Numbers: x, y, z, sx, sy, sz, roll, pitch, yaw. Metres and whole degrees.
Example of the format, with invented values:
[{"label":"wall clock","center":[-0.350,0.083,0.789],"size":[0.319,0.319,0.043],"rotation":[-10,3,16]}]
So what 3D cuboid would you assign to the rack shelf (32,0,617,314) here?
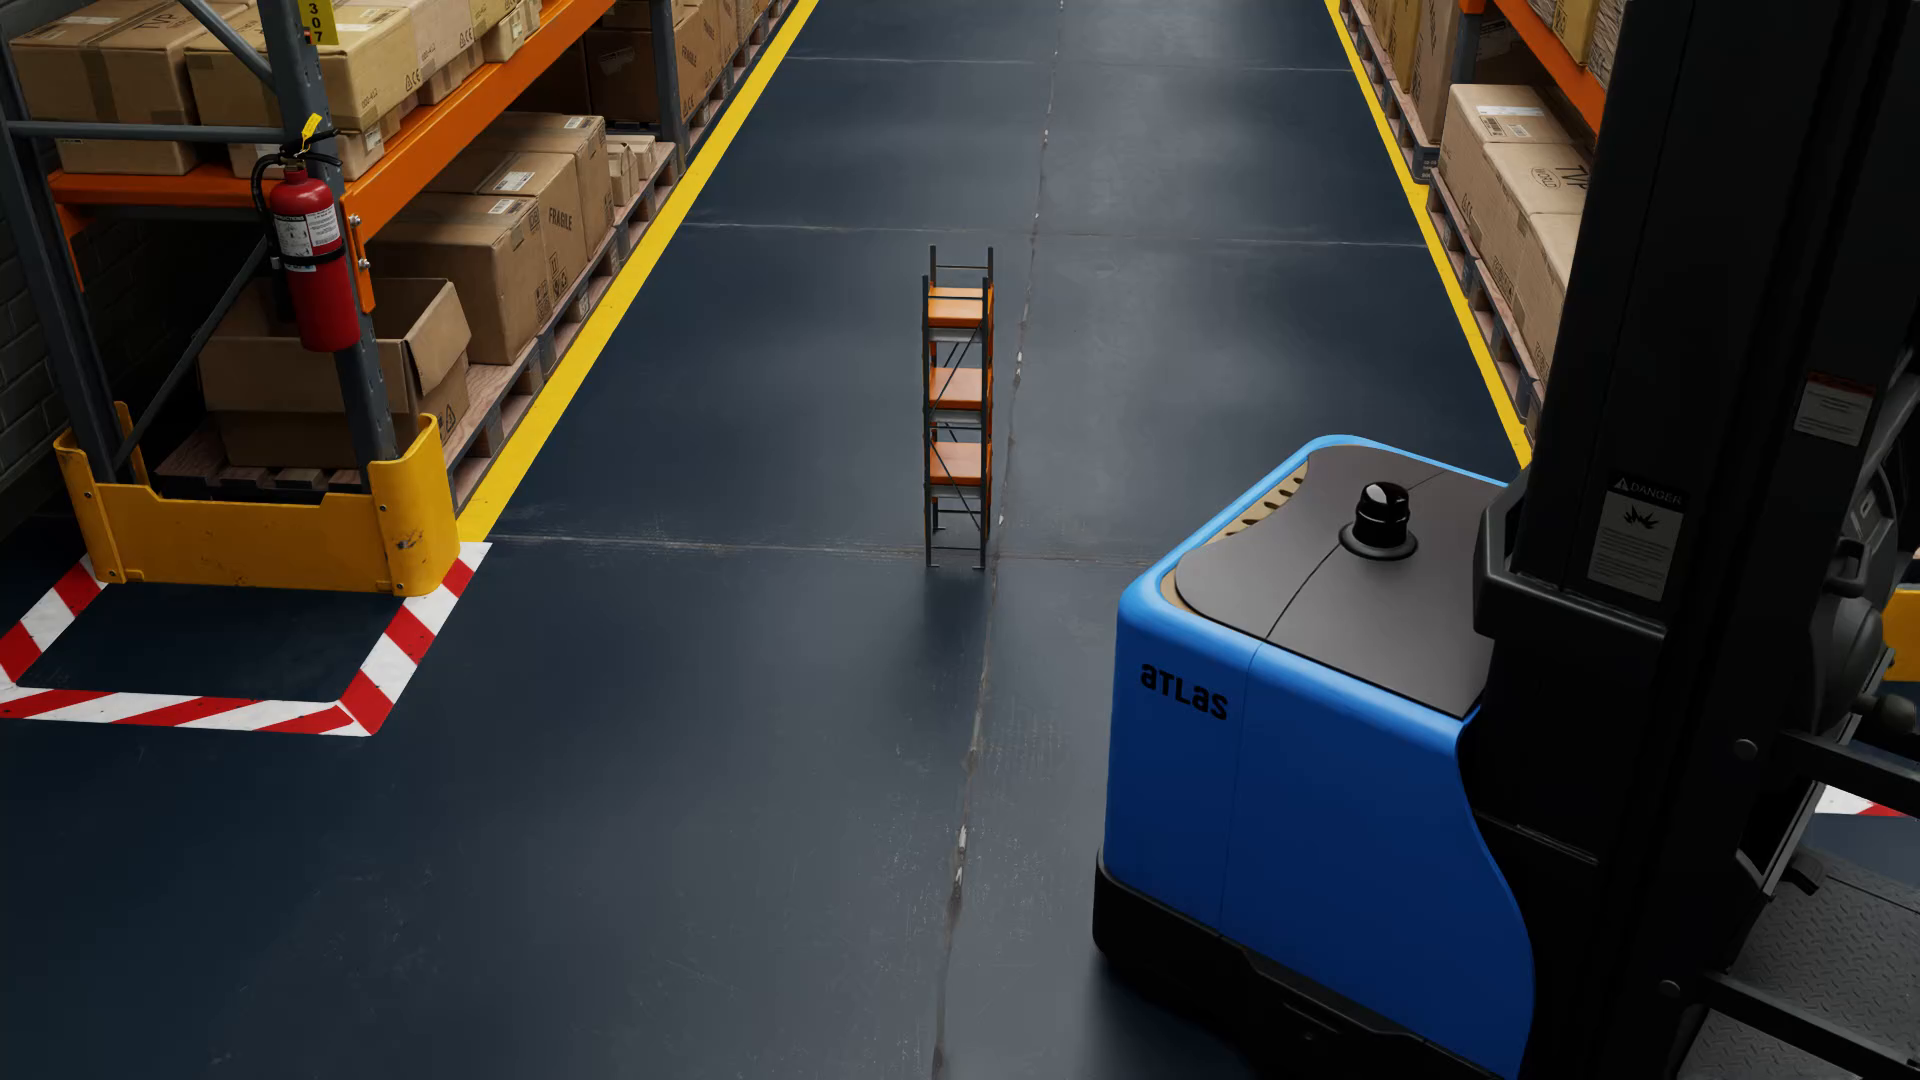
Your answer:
[{"label":"rack shelf","center":[-2.143,-1.902,6.663],"size":[1.077,0.370,4.000],"rotation":[2,32,4]}]

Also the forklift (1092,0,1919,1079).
[{"label":"forklift","center":[1.797,0.054,2.869],"size":[3.031,2.935,1.130],"rotation":[22,38,31]}]

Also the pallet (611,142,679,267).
[{"label":"pallet","center":[-2.037,-1.708,8.320],"size":[1.003,0.211,1.213],"rotation":[2,32,4]}]

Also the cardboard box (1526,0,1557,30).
[{"label":"cardboard box","center":[2.576,-2.330,6.576],"size":[0.500,0.500,0.500],"rotation":[3,32,4]}]

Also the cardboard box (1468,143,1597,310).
[{"label":"cardboard box","center":[2.737,-1.340,7.108],"size":[0.875,0.438,0.875],"rotation":[2,32,3]}]

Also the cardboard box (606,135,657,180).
[{"label":"cardboard box","center":[-1.733,-1.915,8.316],"size":[0.380,0.149,0.250],"rotation":[2,32,2]}]

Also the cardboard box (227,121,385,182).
[{"label":"cardboard box","center":[-2.006,-1.216,5.103],"size":[0.380,0.149,0.250],"rotation":[2,32,4]}]

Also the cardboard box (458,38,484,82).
[{"label":"cardboard box","center":[-1.947,-1.758,5.984],"size":[0.380,0.149,0.250],"rotation":[3,32,5]}]

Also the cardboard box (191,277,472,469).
[{"label":"cardboard box","center":[-2.161,-0.594,5.835],"size":[0.797,0.503,0.637],"rotation":[1,32,2]}]

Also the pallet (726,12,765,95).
[{"label":"pallet","center":[-1.855,-3.134,10.634],"size":[1.003,0.211,1.213],"rotation":[2,32,4]}]

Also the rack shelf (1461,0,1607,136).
[{"label":"rack shelf","center":[2.805,-1.692,6.322],"size":[1.077,0.370,4.000],"rotation":[2,32,4]}]

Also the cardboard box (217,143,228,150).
[{"label":"cardboard box","center":[-2.464,-1.370,5.354],"size":[0.380,0.149,0.250],"rotation":[3,32,5]}]

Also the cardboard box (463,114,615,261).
[{"label":"cardboard box","center":[-1.969,-1.581,7.439],"size":[0.700,0.500,0.500],"rotation":[1,32,2]}]

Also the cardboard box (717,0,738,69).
[{"label":"cardboard box","center":[-1.638,-3.152,9.988],"size":[0.500,0.500,0.500],"rotation":[2,32,3]}]

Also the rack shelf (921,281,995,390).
[{"label":"rack shelf","center":[-0.004,-0.652,5.286],"size":[0.215,0.259,0.240],"rotation":[2,32,4]}]

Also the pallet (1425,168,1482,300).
[{"label":"pallet","center":[2.828,-1.463,7.922],"size":[1.003,0.211,1.213],"rotation":[2,32,4]}]

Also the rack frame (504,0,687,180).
[{"label":"rack frame","center":[-1.980,-3.254,8.171],"size":[1.000,3.000,0.127],"rotation":[2,32,4]}]

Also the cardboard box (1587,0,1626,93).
[{"label":"cardboard box","center":[2.505,-1.790,5.700],"size":[0.500,0.500,0.500],"rotation":[3,32,5]}]

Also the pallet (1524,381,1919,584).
[{"label":"pallet","center":[2.629,-0.187,5.852],"size":[1.003,0.211,1.213],"rotation":[2,32,4]}]

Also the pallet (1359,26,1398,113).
[{"label":"pallet","center":[3.052,-2.903,10.260],"size":[1.003,0.211,1.213],"rotation":[2,32,4]}]

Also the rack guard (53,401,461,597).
[{"label":"rack guard","center":[-2.300,-0.138,5.498],"size":[1.175,0.500,0.348],"rotation":[2,32,4]}]

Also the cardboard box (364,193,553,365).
[{"label":"cardboard box","center":[-2.053,-1.038,6.558],"size":[0.700,0.500,0.500],"rotation":[4,32,6]}]

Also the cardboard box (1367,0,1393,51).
[{"label":"cardboard box","center":[3.077,-3.586,10.335],"size":[0.875,0.875,0.875],"rotation":[3,32,5]}]

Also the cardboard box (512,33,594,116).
[{"label":"cardboard box","center":[-2.235,-2.638,9.154],"size":[0.500,0.500,0.500],"rotation":[2,32,4]}]

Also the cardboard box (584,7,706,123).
[{"label":"cardboard box","center":[-1.716,-2.612,9.112],"size":[0.500,0.500,0.500],"rotation":[4,32,6]}]

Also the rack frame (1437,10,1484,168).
[{"label":"rack frame","center":[2.967,-3.044,7.830],"size":[1.000,3.000,0.127],"rotation":[2,32,4]}]

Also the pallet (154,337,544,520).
[{"label":"pallet","center":[-2.236,-0.432,6.250],"size":[1.003,0.211,1.213],"rotation":[2,32,4]}]

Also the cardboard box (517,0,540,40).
[{"label":"cardboard box","center":[-1.850,-2.026,6.418],"size":[0.380,0.149,0.250],"rotation":[3,32,5]}]

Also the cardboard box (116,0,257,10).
[{"label":"cardboard box","center":[-2.490,-1.747,5.585],"size":[0.500,0.250,0.500],"rotation":[3,32,4]}]

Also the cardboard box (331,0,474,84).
[{"label":"cardboard box","center":[-1.959,-1.715,5.533],"size":[0.500,0.250,0.500],"rotation":[3,32,5]}]

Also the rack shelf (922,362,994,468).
[{"label":"rack shelf","center":[-0.004,-0.410,5.435],"size":[0.215,0.259,0.240],"rotation":[2,32,4]}]

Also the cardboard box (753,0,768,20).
[{"label":"cardboard box","center":[-1.566,-3.695,10.869],"size":[0.500,0.500,0.500],"rotation":[4,32,6]}]

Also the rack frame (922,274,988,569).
[{"label":"rack frame","center":[-0.014,-0.355,5.326],"size":[0.200,1.050,0.008],"rotation":[2,32,4]}]

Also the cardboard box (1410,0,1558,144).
[{"label":"cardboard box","center":[2.938,-2.646,8.809],"size":[0.875,0.875,0.875],"rotation":[3,32,6]}]

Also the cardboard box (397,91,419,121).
[{"label":"cardboard box","center":[-2.044,-1.490,5.548],"size":[0.380,0.149,0.250],"rotation":[2,32,3]}]

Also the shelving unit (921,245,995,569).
[{"label":"shelving unit","center":[-0.004,-0.419,5.429],"size":[0.215,1.050,0.252],"rotation":[2,32,4]}]

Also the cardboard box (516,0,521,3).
[{"label":"cardboard box","center":[-1.901,-2.248,6.399],"size":[0.500,0.250,0.500],"rotation":[2,32,3]}]
